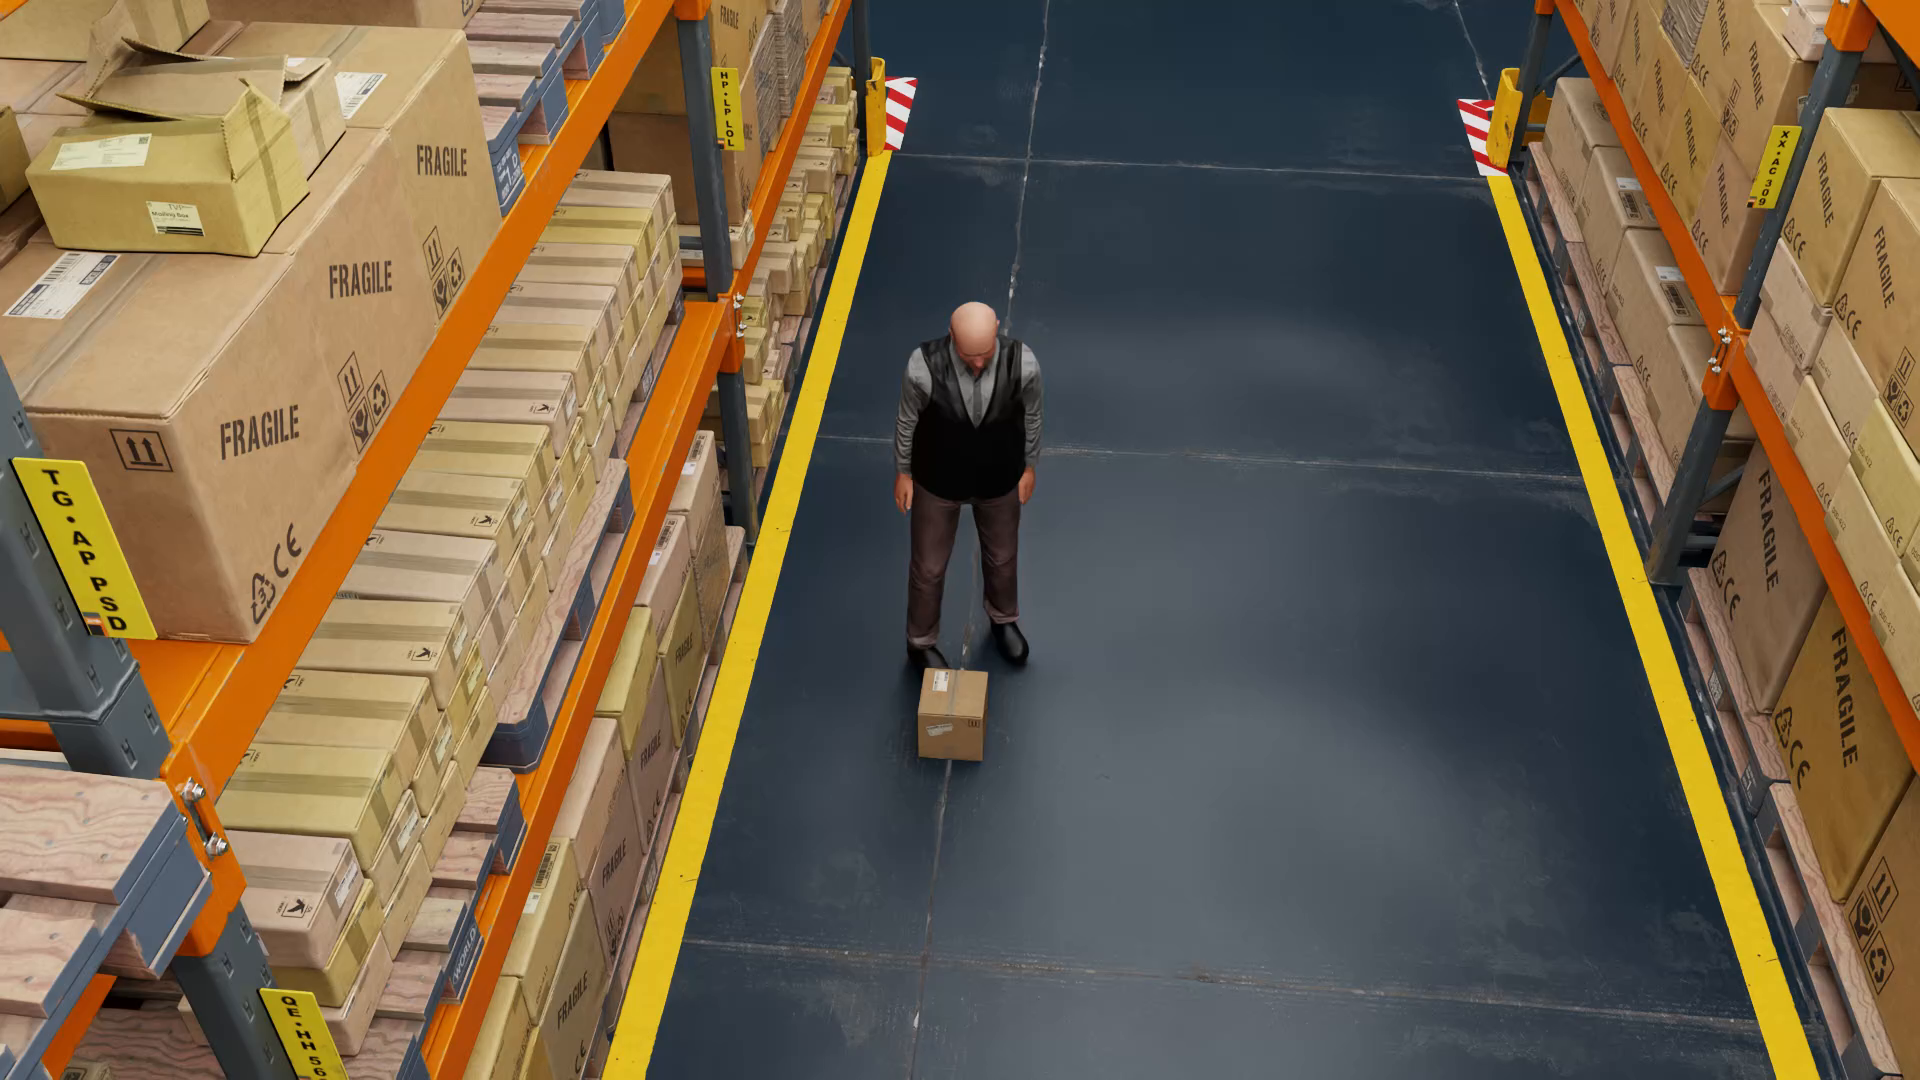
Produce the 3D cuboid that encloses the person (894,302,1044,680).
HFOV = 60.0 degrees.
[{"bbox_3d":[0.041,-0.192,6.386,0.582,1.706,0.463,-5,40,-6],"label":"person"}]
